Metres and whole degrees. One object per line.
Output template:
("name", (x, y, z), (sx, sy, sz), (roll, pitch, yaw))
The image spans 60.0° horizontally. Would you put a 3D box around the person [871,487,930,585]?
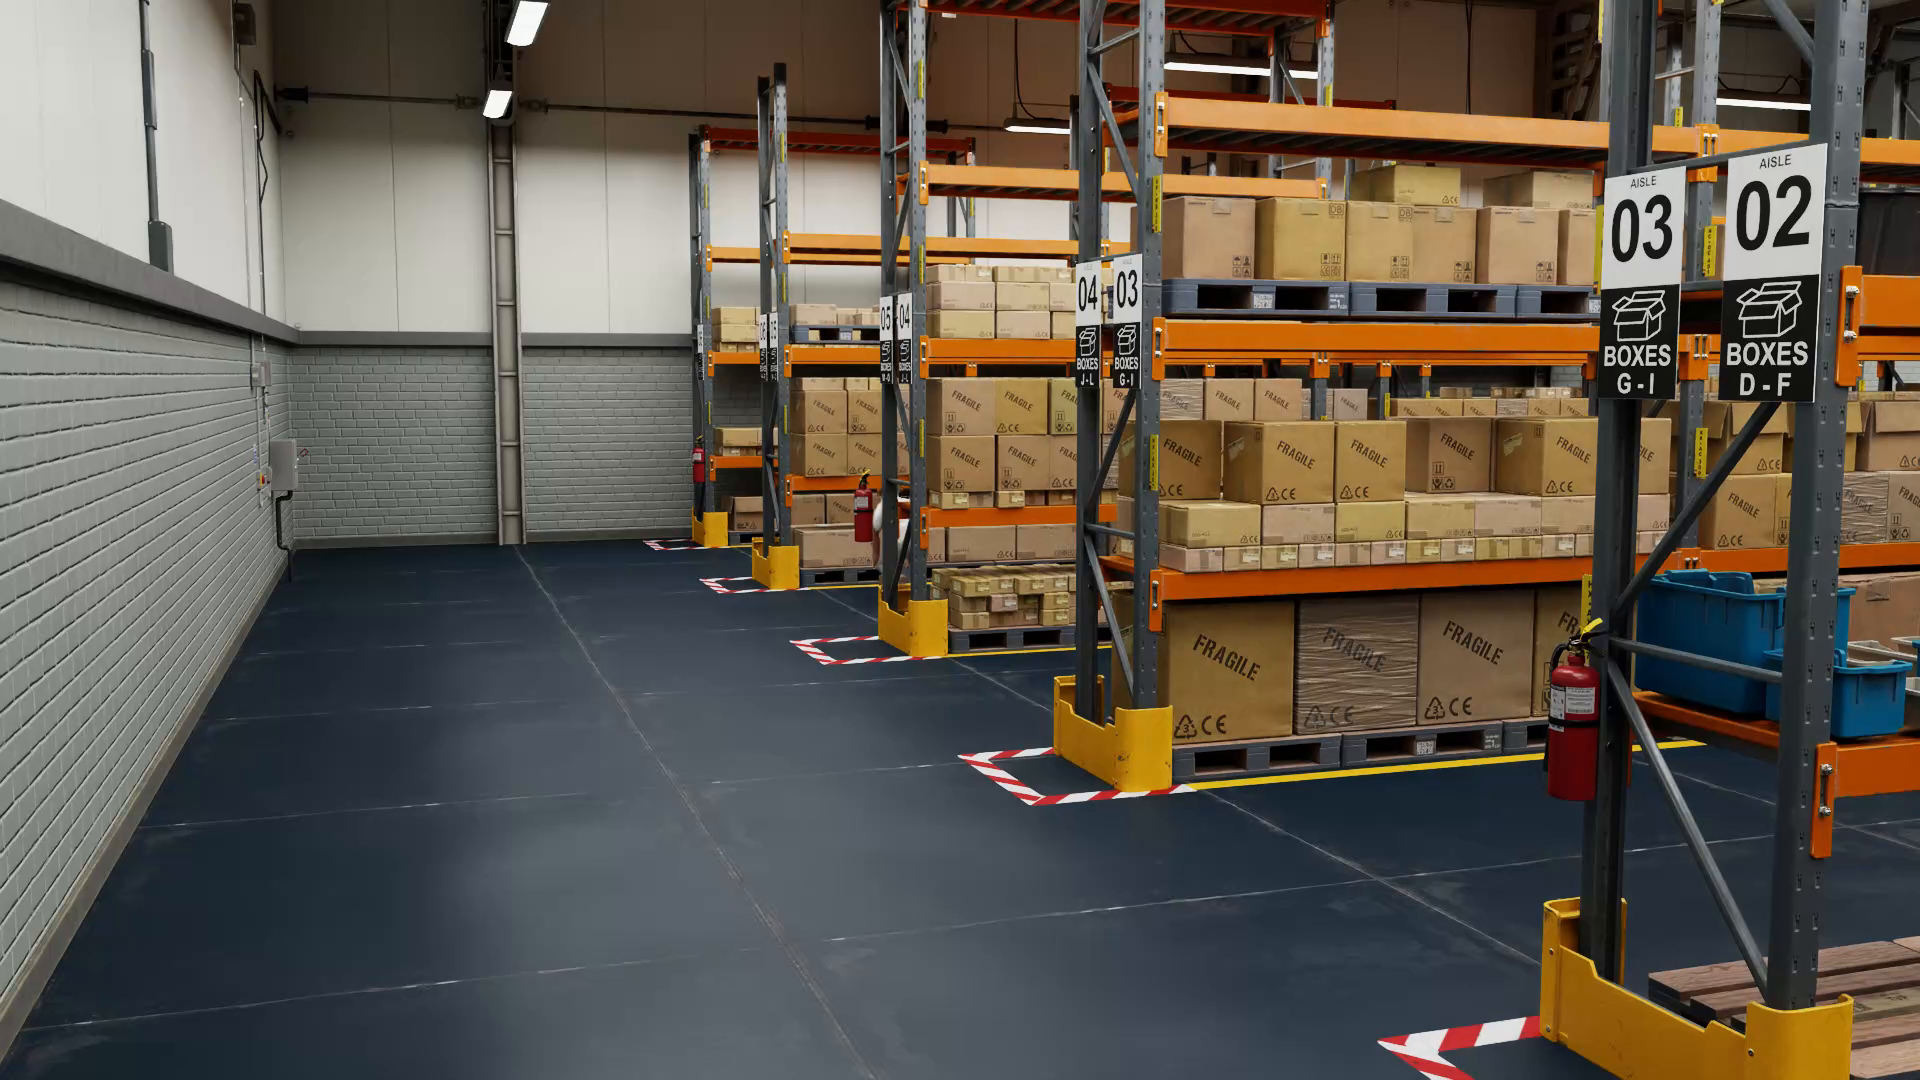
("person", (-0.663, 0.059, 18.194), (0.583, 1.262, 0.879), (-2, 6, -19))
